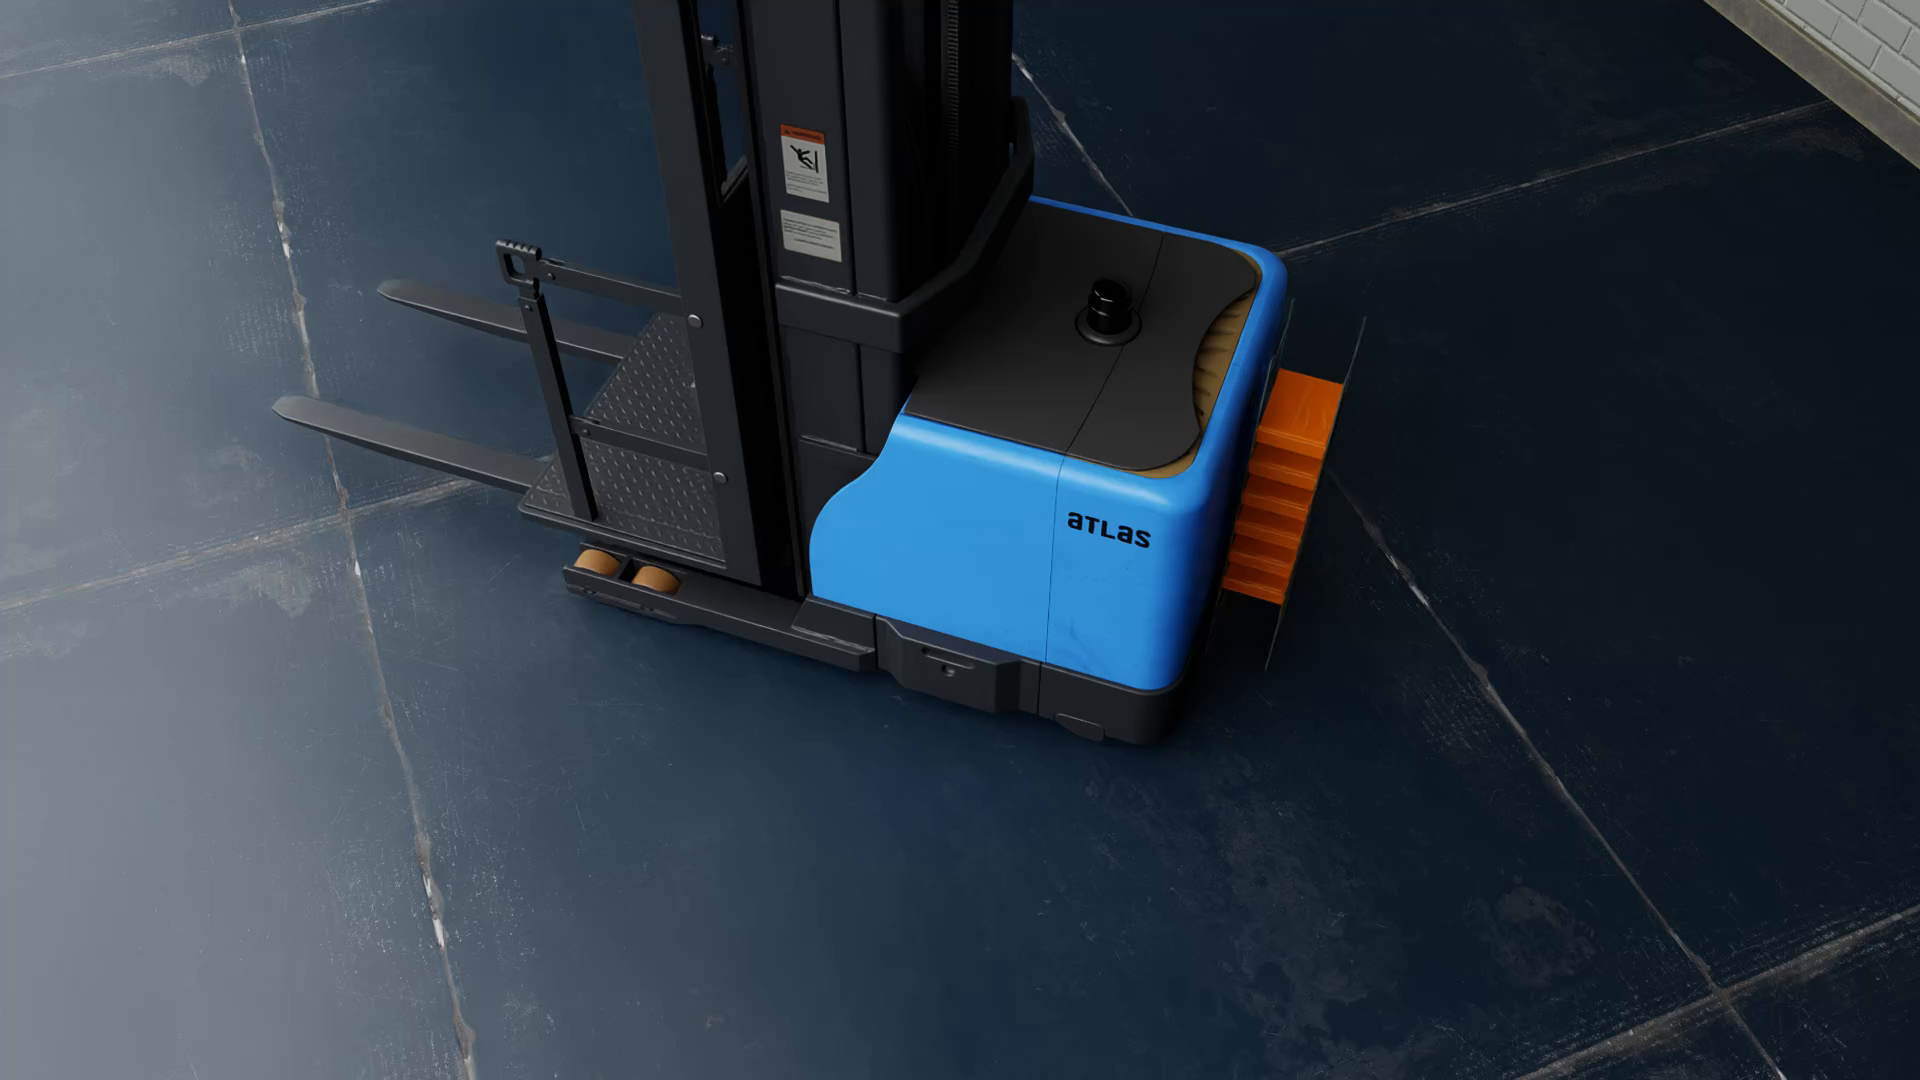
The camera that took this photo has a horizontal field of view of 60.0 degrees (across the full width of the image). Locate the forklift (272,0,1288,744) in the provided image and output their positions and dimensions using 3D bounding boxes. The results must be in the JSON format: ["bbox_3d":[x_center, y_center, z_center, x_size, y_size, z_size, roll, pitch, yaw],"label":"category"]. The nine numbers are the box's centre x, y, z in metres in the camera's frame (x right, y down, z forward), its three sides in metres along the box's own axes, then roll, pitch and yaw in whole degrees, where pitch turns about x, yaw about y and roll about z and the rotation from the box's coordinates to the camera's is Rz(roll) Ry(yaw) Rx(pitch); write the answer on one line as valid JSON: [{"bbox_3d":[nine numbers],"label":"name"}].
[{"bbox_3d":[-0.668,-1.077,4.243,3.031,2.935,1.130,15,51,13],"label":"forklift"}]

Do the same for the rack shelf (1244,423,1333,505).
[{"bbox_3d":[0.876,-0.236,4.401,0.180,0.103,0.258,17,51,12],"label":"rack shelf"}]

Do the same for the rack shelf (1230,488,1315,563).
[{"bbox_3d":[0.870,-0.081,4.585,0.180,0.103,0.258,17,51,12],"label":"rack shelf"}]

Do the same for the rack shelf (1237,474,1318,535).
[{"bbox_3d":[0.873,-0.159,4.493,0.180,0.103,0.258,17,51,12],"label":"rack shelf"}]

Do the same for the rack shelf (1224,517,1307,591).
[{"bbox_3d":[0.868,-0.004,4.676,0.180,0.103,0.258,17,51,12],"label":"rack shelf"}]

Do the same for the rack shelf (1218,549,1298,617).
[{"bbox_3d":[0.865,0.074,4.768,0.180,0.103,0.258,17,51,12],"label":"rack shelf"}]

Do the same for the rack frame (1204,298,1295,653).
[{"bbox_3d":[0.786,-0.136,4.570,0.006,1.200,0.240,17,51,12],"label":"rack frame"}]

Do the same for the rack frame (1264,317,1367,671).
[{"bbox_3d":[0.957,-0.085,4.532,0.006,1.200,0.240,17,51,12],"label":"rack frame"}]

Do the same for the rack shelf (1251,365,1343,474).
[{"bbox_3d":[0.878,-0.314,4.310,0.180,0.103,0.258,17,51,12],"label":"rack shelf"}]

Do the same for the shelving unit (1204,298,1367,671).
[{"bbox_3d":[0.871,-0.110,4.551,0.189,1.200,0.258,17,51,12],"label":"shelving unit"}]
